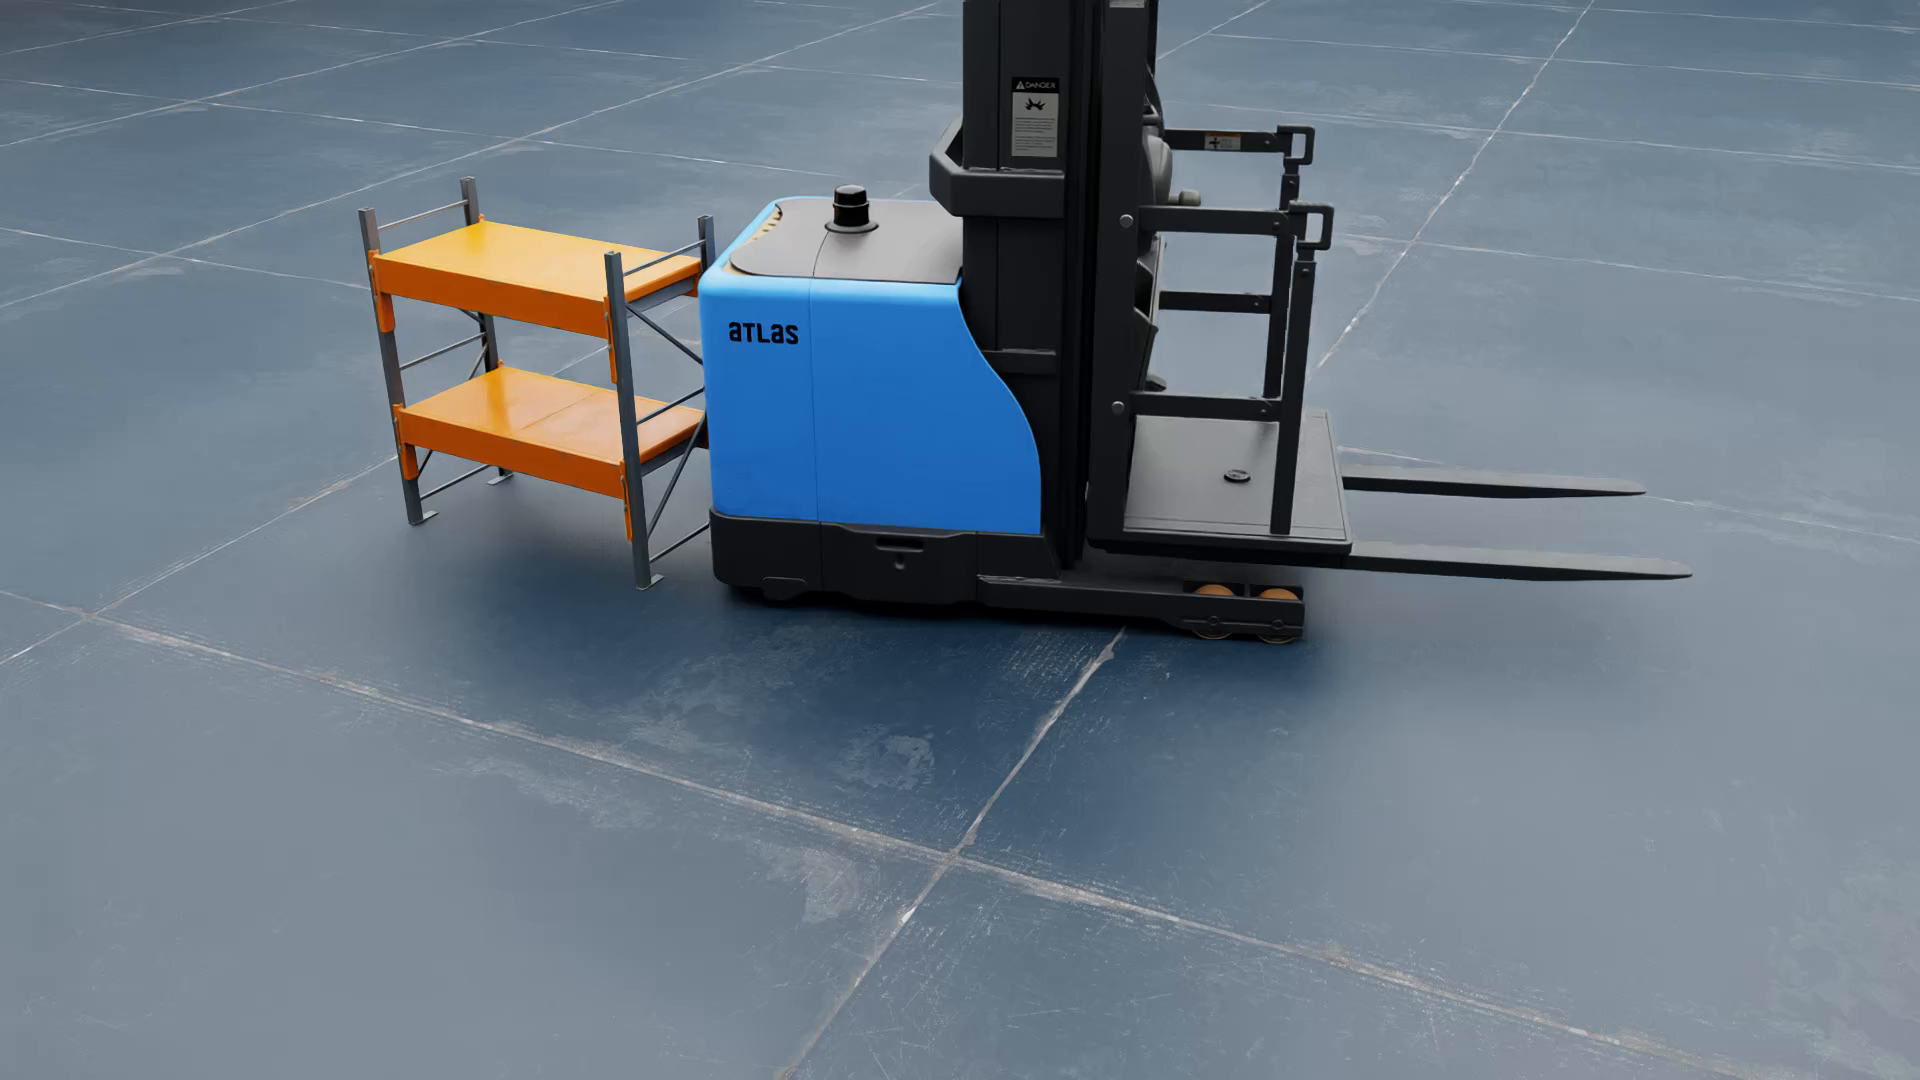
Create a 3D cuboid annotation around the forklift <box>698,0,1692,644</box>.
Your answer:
[{"bbox_3d":[0.763,-1.247,4.964,3.031,2.935,1.130,4,26,7],"label":"forklift"}]

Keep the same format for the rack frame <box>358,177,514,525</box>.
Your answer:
[{"bbox_3d":[-1.811,-0.655,5.807,0.032,1.125,0.500,14,29,26],"label":"rack frame"}]

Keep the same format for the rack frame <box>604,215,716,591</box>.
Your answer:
[{"bbox_3d":[-0.922,-0.437,5.364,0.032,1.125,0.500,14,29,26],"label":"rack frame"}]

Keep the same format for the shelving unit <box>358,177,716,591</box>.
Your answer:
[{"bbox_3d":[-1.366,-0.546,5.586,1.048,1.125,0.538,14,29,26],"label":"shelving unit"}]

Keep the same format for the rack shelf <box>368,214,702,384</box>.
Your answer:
[{"bbox_3d":[-1.366,-0.809,5.456,1.000,0.278,0.538,14,29,26],"label":"rack shelf"}]

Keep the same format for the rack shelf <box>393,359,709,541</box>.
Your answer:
[{"bbox_3d":[-1.366,-0.327,5.694,1.000,0.278,0.538,14,29,26],"label":"rack shelf"}]
